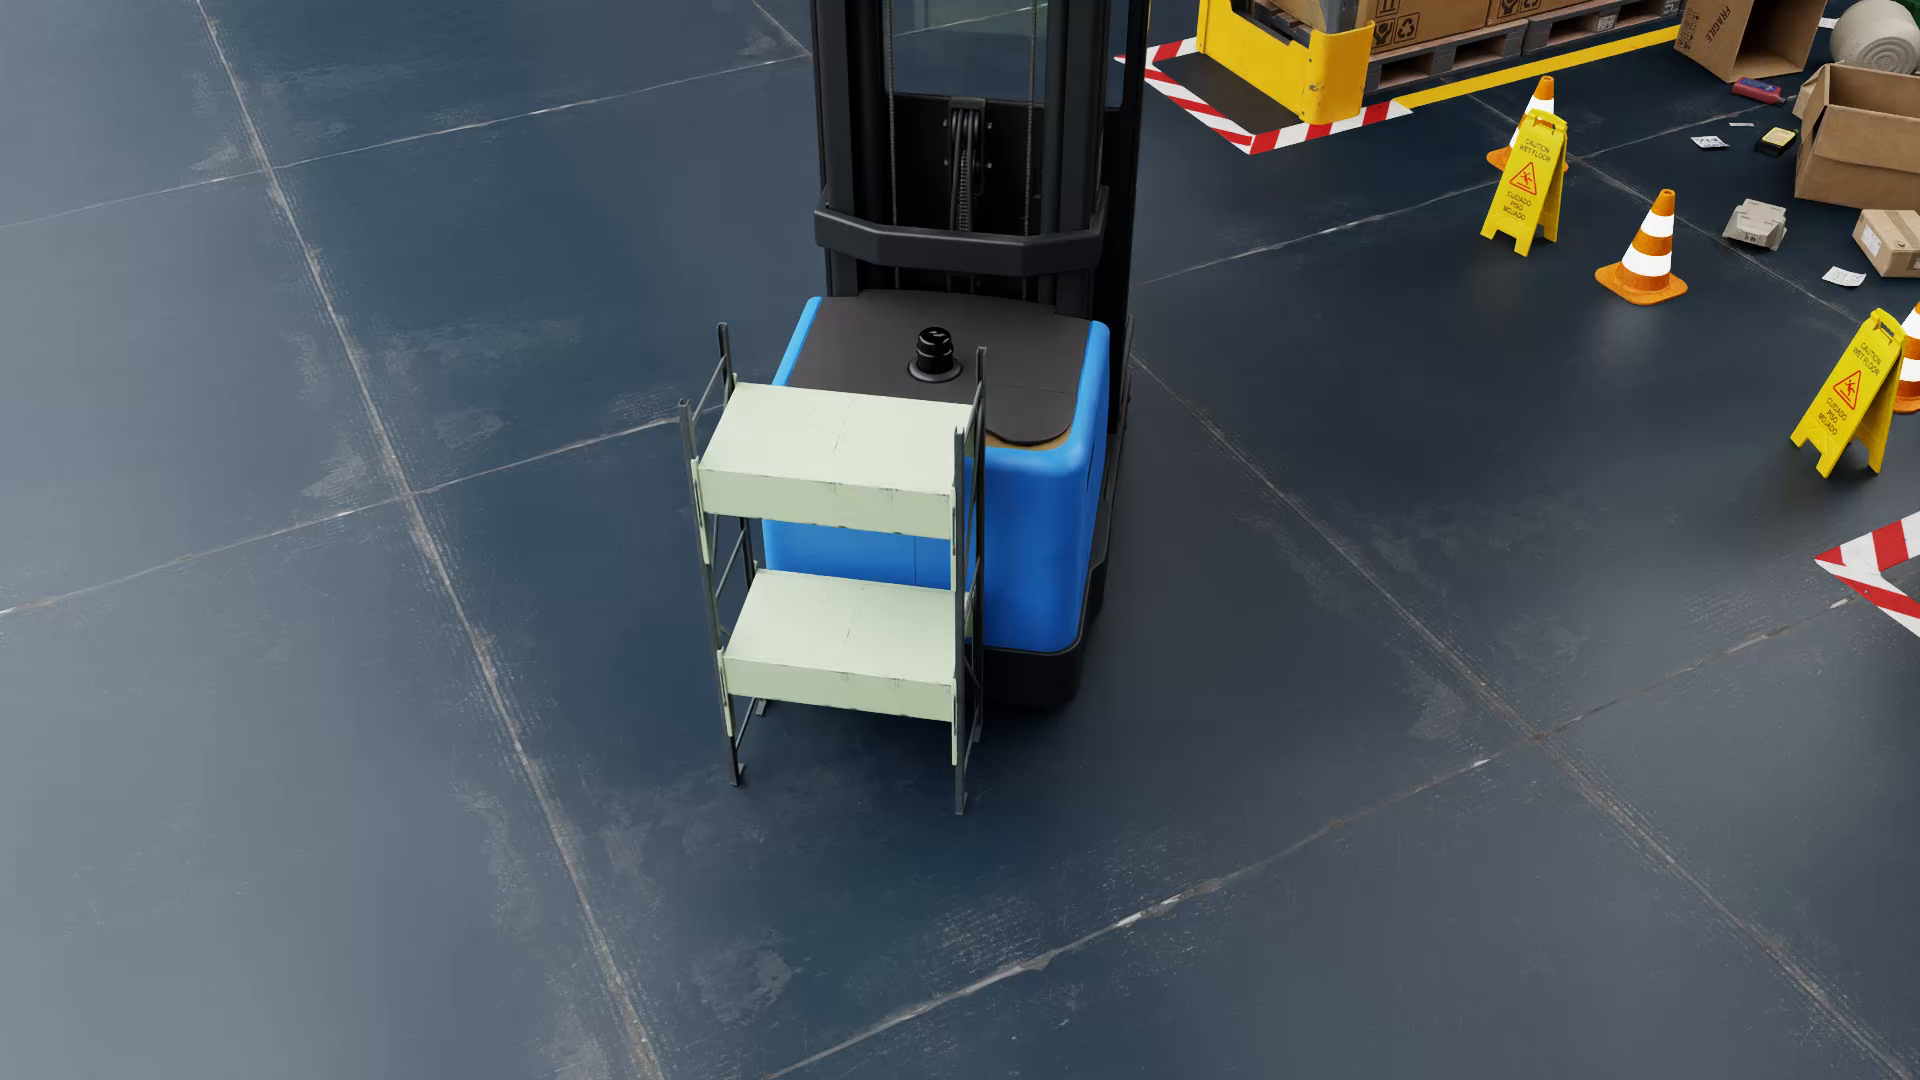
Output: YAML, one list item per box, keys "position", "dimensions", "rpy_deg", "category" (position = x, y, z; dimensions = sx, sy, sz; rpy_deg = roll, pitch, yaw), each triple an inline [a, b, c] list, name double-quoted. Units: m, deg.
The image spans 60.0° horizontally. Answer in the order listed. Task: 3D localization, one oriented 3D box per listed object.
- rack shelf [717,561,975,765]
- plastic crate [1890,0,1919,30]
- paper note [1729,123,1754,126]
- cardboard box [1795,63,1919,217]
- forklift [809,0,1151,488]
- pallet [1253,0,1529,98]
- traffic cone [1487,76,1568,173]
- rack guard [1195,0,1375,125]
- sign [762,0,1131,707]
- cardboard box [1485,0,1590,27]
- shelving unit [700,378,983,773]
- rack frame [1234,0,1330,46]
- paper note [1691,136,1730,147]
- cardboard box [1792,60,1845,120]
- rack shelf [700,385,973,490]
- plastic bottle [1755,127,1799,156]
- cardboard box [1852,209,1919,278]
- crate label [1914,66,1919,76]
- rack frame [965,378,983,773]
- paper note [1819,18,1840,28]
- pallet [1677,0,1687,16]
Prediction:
- position: [-0.330, 0.376, 5.146]
  dimensions: [0.720, 0.370, 0.431]
  rpy_deg: [6, 41, 7]
  category: "rack shelf"
- position: [5.781, -3.072, 9.689]
  dimensions: [0.662, 0.188, 0.450]
  rpy_deg: [2, 30, 2]
  category: "plastic crate"
- position: [4.163, -2.212, 8.855]
  dimensions: [0.123, 0.001, 0.032]
  rpy_deg: [2, 40, 2]
  category: "paper note"
- position: [4.547, -1.948, 8.161]
  dimensions: [0.797, 0.503, 0.637]
  rpy_deg: [15, 42, 17]
  category: "cardboard box"
- position: [0.105, -1.520, 5.778]
  dimensions: [1.121, 2.935, 3.031]
  rpy_deg: [6, 41, 7]
  category: "forklift"
- position: [2.455, -2.951, 9.573]
  dimensions: [1.213, 0.211, 1.003]
  rpy_deg: [-19, 44, -21]
  category: "pallet"
- position: [2.909, -2.108, 8.383]
  dimensions: [0.334, 0.463, 0.336]
  rpy_deg: [-19, 44, -21]
  category: "traffic cone"
- position: [1.761, -2.771, 9.136]
  dimensions: [0.348, 0.500, 1.175]
  rpy_deg: [-19, 44, -21]
  category: "rack guard"
- position: [0.008, -1.112, 5.376]
  dimensions: [2.025, 2.768, 2.177]
  rpy_deg: [-19, 44, -21]
  category: "sign"
- position: [3.132, -3.585, 9.483]
  dimensions: [0.875, 0.875, 0.875]
  rpy_deg: [-19, 44, -21]
  category: "cardboard box"
- position: [-0.326, 0.130, 4.932]
  dimensions: [0.731, 1.308, 0.431]
  rpy_deg: [6, 41, 7]
  category: "shelving unit"
- position: [1.780, -3.734, 8.339]
  dimensions: [0.053, 2.616, 0.949]
  rpy_deg: [-19, 44, -21]
  category: "rack frame"
- position: [3.920, -2.081, 8.686]
  dimensions: [0.142, 0.017, 0.144]
  rpy_deg: [-5, 40, -6]
  category: "paper note"
- position: [4.656, -2.314, 8.778]
  dimensions: [0.258, 0.266, 0.396]
  rpy_deg: [-12, 42, -13]
  category: "cardboard box"
- position: [-0.332, -0.240, 4.614]
  dimensions: [0.686, 0.124, 0.368]
  rpy_deg: [6, 41, 7]
  category: "rack shelf"
- position: [4.269, -2.091, 8.673]
  dimensions: [0.133, 0.061, 0.283]
  rpy_deg: [31, 49, 31]
  category: "plastic bottle"
- position: [4.387, -1.386, 7.772]
  dimensions: [0.250, 0.149, 0.380]
  rpy_deg: [2, 40, 2]
  category: "cardboard box"
- position: [5.477, -2.715, 9.352]
  dimensions: [0.298, 0.136, 0.250]
  rpy_deg: [15, 42, 17]
  category: "crate label"
- position: [0.030, 0.170, 4.885]
  dimensions: [0.010, 1.308, 0.380]
  rpy_deg: [6, 41, 7]
  category: "rack frame"
- position: [5.152, -3.073, 9.856]
  dimensions: [0.147, 0.020, 0.142]
  rpy_deg: [15, 42, 17]
  category: "paper note"
- position: [4.619, -3.679, 10.433]
  dimensions: [1.213, 0.211, 1.003]
  rpy_deg: [-19, 44, -21]
  category: "pallet"
